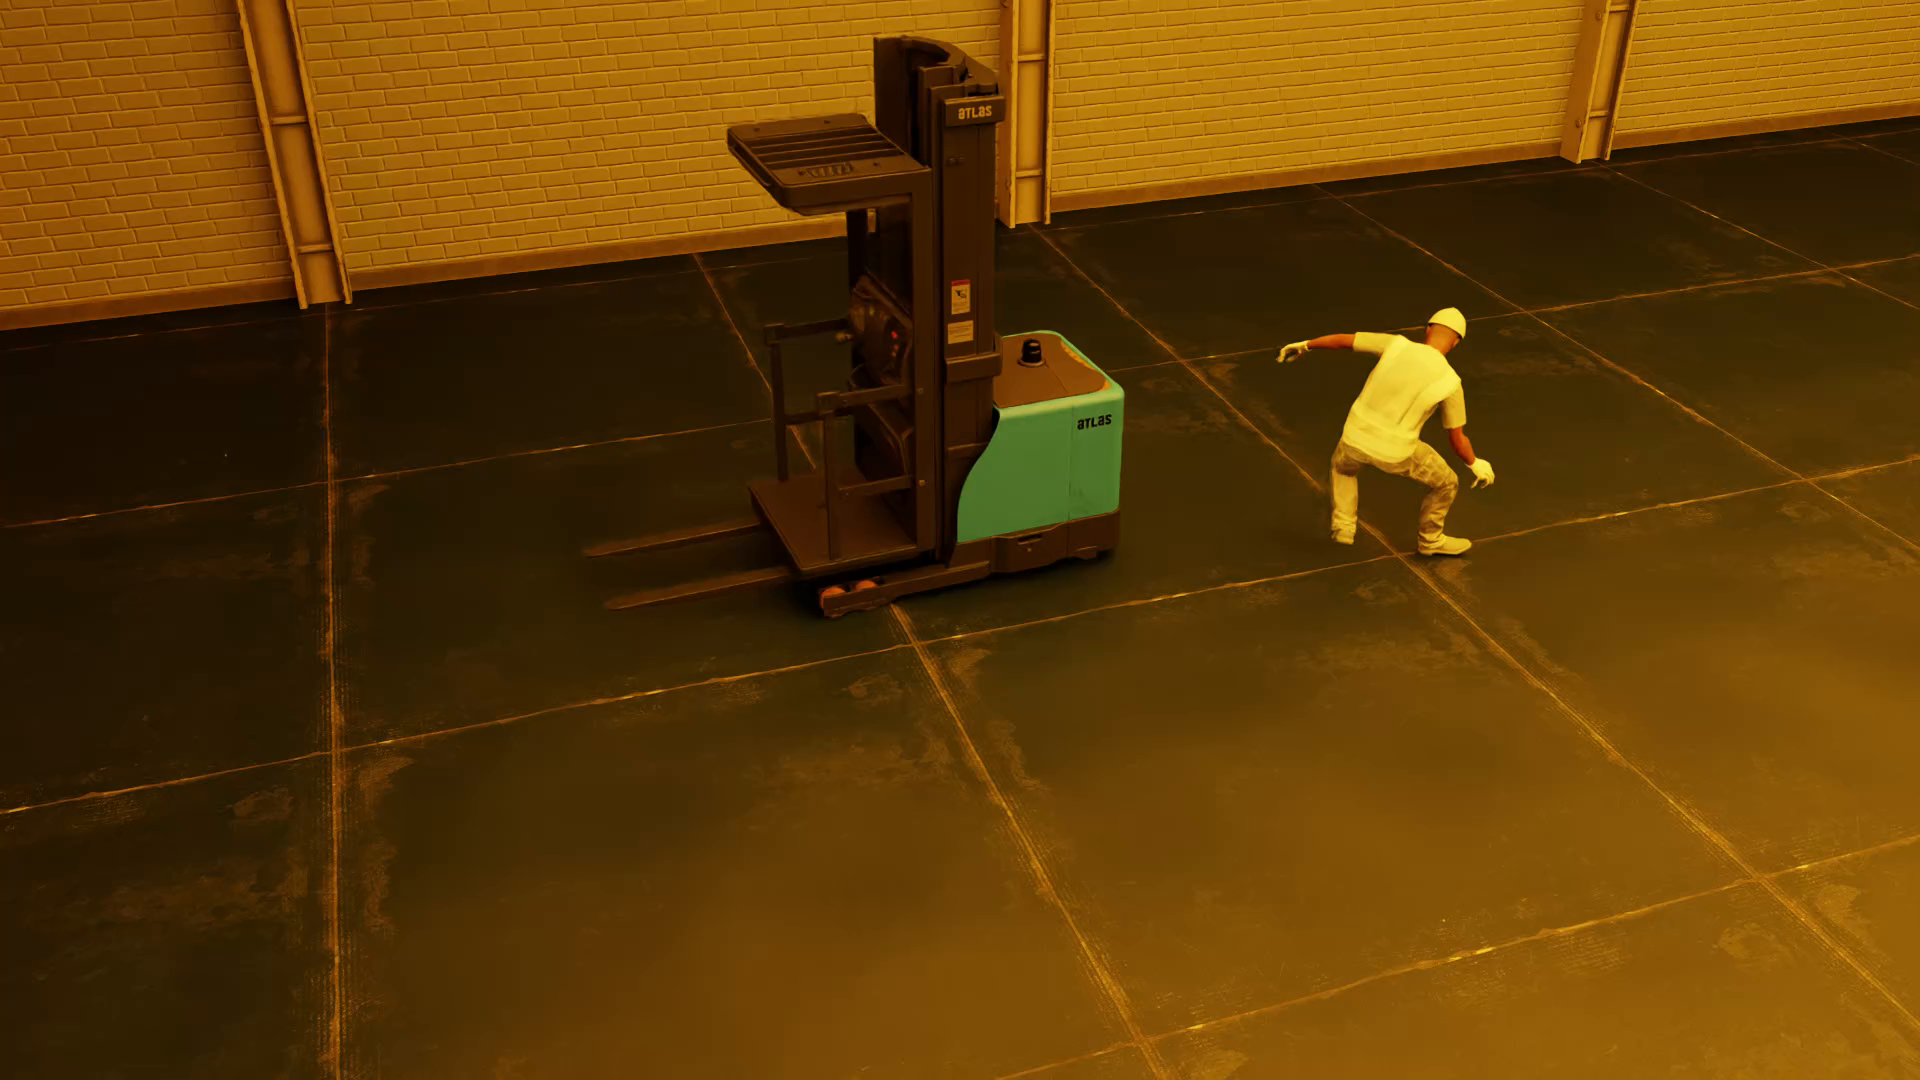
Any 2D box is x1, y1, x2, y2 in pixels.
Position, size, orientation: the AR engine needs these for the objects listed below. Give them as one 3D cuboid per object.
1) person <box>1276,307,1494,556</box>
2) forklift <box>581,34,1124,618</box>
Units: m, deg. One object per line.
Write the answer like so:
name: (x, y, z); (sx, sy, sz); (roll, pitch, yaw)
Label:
person: (2.427, -0.598, 9.546); (1.240, 1.533, 0.727); (23, 37, 34)
forklift: (-0.626, -1.136, 9.062); (3.031, 2.935, 1.130); (-11, 32, -19)
